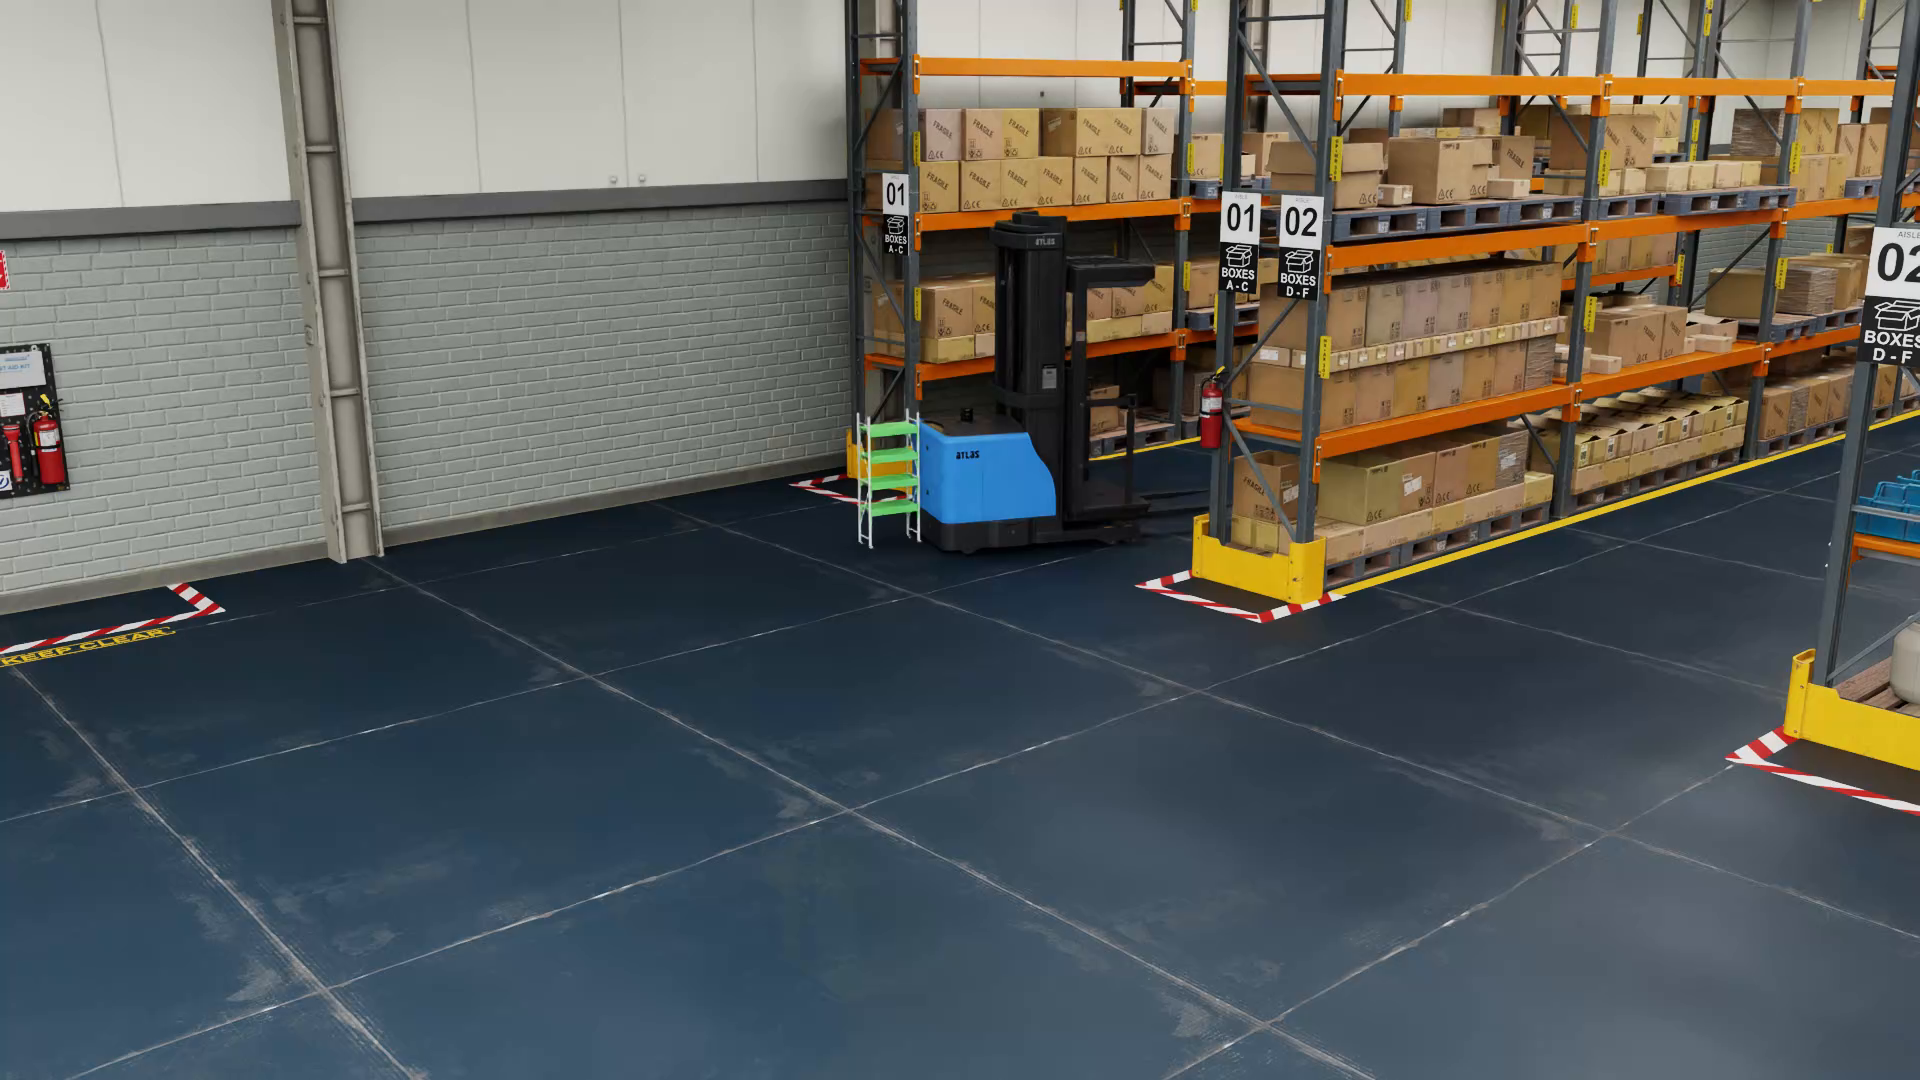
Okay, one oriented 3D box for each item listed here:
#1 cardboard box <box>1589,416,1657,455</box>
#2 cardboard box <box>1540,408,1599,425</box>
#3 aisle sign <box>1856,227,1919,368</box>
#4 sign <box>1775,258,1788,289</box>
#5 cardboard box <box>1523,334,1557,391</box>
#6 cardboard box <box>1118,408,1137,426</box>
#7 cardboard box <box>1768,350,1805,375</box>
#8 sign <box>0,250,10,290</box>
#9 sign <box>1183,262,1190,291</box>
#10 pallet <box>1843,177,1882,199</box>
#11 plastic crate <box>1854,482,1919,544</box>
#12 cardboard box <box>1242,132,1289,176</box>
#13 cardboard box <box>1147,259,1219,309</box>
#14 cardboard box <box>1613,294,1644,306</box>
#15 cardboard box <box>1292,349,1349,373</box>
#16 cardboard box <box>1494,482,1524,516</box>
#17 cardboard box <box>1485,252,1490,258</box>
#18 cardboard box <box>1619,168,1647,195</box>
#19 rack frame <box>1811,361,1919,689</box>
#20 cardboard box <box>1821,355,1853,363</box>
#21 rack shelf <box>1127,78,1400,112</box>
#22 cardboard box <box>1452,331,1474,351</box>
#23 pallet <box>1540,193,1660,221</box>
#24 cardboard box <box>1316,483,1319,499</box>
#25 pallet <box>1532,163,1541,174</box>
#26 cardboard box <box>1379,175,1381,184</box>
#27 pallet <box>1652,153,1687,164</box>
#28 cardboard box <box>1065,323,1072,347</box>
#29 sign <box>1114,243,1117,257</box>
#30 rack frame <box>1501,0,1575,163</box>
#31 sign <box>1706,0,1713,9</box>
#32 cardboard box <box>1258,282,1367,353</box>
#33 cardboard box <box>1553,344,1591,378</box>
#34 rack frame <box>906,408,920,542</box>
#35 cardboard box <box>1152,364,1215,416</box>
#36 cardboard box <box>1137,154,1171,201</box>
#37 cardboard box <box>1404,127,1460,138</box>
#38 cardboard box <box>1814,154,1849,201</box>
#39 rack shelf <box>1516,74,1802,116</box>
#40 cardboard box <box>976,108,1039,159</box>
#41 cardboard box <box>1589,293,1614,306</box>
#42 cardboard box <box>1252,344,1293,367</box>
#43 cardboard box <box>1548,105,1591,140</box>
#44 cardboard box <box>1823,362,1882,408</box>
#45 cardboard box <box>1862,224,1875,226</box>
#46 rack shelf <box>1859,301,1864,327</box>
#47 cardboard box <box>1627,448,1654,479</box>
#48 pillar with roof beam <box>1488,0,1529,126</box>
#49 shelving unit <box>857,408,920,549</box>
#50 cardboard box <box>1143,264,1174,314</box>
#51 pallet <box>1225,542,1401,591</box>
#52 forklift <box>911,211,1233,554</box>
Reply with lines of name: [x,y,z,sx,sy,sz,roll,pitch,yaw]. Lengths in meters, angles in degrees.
cardboard box: [6.739,-1.089,16.942,0.500,0.311,0.500,-14,20,-41]
cardboard box: [6.377,-1.194,17.334,0.500,0.311,0.500,-13,20,-40]
aisle sign: [5.475,-1.409,9.677,0.004,0.787,0.394,-13,19,-39]
sign: [8.877,-2.880,17.975,0.005,0.325,0.100,-13,19,-39]
cardboard box: [5.163,-1.722,15.692,0.500,0.500,0.700,-13,20,-41]
cardboard box: [1.855,-1.461,19.546,0.380,0.166,0.250,13,20,40]
cardboard box: [9.871,-2.184,20.151,0.500,0.250,0.500,-13,20,-40]
sign: [-7.306,-2.034,12.560,0.199,0.298,0.001,-13,19,-39]
sign: [2.600,-3.028,19.096,0.005,0.325,0.100,-13,19,-39]
pallet: [10.210,-4.191,19.679,1.003,0.211,1.213,-13,19,-39]
plastic crate: [5.905,-0.179,10.396,0.616,0.251,0.499,-13,19,-39]
cardboard box: [3.634,-4.700,20.215,0.500,0.500,0.500,-14,20,-41]
cardboard box: [2.645,-3.055,19.827,0.500,0.500,0.700,-13,19,-39]
cardboard box: [10.659,-3.817,26.500,0.250,0.149,0.380,-12,19,-38]
cardboard box: [2.913,-1.459,13.449,0.250,0.149,0.380,-13,20,-40]
cardboard box: [4.903,-0.421,15.528,0.500,0.250,0.500,-13,19,-39]
cardboard box: [7.328,-3.972,23.499,0.500,0.500,0.500,-13,19,-39]
cardboard box: [6.377,-3.526,16.303,0.500,0.250,0.500,14,20,42]
rack frame: [5.724,-0.108,9.841,0.127,3.000,1.000,-13,19,-39]
cardboard box: [11.003,-2.076,21.201,0.500,0.500,0.500,-14,20,-42]
rack shelf: [3.747,-5.411,20.237,4.000,0.370,1.077,-13,19,-39]
cardboard box: [4.271,-1.764,14.590,0.250,0.149,0.380,-12,19,-38]
pallet: [6.150,-3.259,16.197,1.217,0.209,0.805,-14,20,-42]
cardboard box: [3.430,-0.631,14.859,0.500,0.500,0.500,-13,19,-39]
pallet: [7.614,-5.261,23.692,1.217,0.209,0.805,-14,20,-42]
cardboard box: [3.171,-2.966,13.936,0.500,0.250,0.500,-13,19,-39]
pallet: [10.738,-6.026,26.355,1.213,0.211,1.003,-13,19,-39]
cardboard box: [0.951,-2.256,18.134,0.500,0.250,0.500,-12,19,-39]
sign: [1.871,-3.381,19.851,0.005,0.325,0.100,-13,19,-39]
rack frame: [8.274,-6.968,23.898,0.127,3.000,1.000,-13,19,-39]
sign: [8.147,-5.920,18.012,0.005,0.325,0.100,-13,19,-39]
cardboard box: [2.876,-1.833,13.594,0.500,0.500,0.700,-13,19,-39]
cardboard box: [5.836,-1.770,16.354,0.500,0.250,0.500,-11,19,-36]
rack frame: [-0.428,-0.587,15.124,0.015,1.200,0.240,-8,17,-27]
cardboard box: [2.783,-1.847,20.343,0.500,0.500,0.700,-12,19,-38]
cardboard box: [2.018,-4.087,18.694,0.500,0.500,0.500,-12,19,-38]
cardboard box: [6.375,-5.386,22.744,0.500,0.500,0.700,-11,19,-37]
cardboard box: [9.595,-4.180,19.082,0.500,0.500,0.910,-13,19,-39]
rack shelf: [7.002,-4.447,16.629,4.000,0.370,1.077,-13,19,-39]
cardboard box: [0.462,-4.209,17.212,0.500,0.500,0.500,-12,19,-38]
cardboard box: [10.221,-3.849,26.622,0.250,0.149,0.380,-12,19,-39]
cardboard box: [2.639,-1.536,13.738,0.250,0.149,0.380,-13,20,-40]
cardboard box: [8.995,-6.126,24.388,0.500,0.500,0.500,-13,20,-40]
cardboard box: [10.966,-1.889,20.501,0.500,0.500,0.500,-13,19,-39]
cardboard box: [12.124,-3.860,21.758,0.500,0.500,0.500,-13,20,-40]
rack shelf: [7.233,-1.548,10.815,4.000,0.370,1.077,-13,19,-39]
cardboard box: [6.735,-0.820,17.020,0.500,0.250,0.500,-13,20,-41]
pillar with roof beam: [11.060,-6.417,21.835,0.400,9.000,9.100,-13,19,-39]
shelving unit: [-0.642,-0.558,15.012,0.503,1.200,0.258,-8,17,-27]
cardboard box: [2.085,-2.873,18.993,0.500,0.500,0.500,-13,20,-39]
pallet: [3.025,0.137,14.329,1.213,0.211,1.003,-13,19,-39]
forklift: [1.120,-1.499,15.182,3.031,2.935,1.130,-5,16,-18]
